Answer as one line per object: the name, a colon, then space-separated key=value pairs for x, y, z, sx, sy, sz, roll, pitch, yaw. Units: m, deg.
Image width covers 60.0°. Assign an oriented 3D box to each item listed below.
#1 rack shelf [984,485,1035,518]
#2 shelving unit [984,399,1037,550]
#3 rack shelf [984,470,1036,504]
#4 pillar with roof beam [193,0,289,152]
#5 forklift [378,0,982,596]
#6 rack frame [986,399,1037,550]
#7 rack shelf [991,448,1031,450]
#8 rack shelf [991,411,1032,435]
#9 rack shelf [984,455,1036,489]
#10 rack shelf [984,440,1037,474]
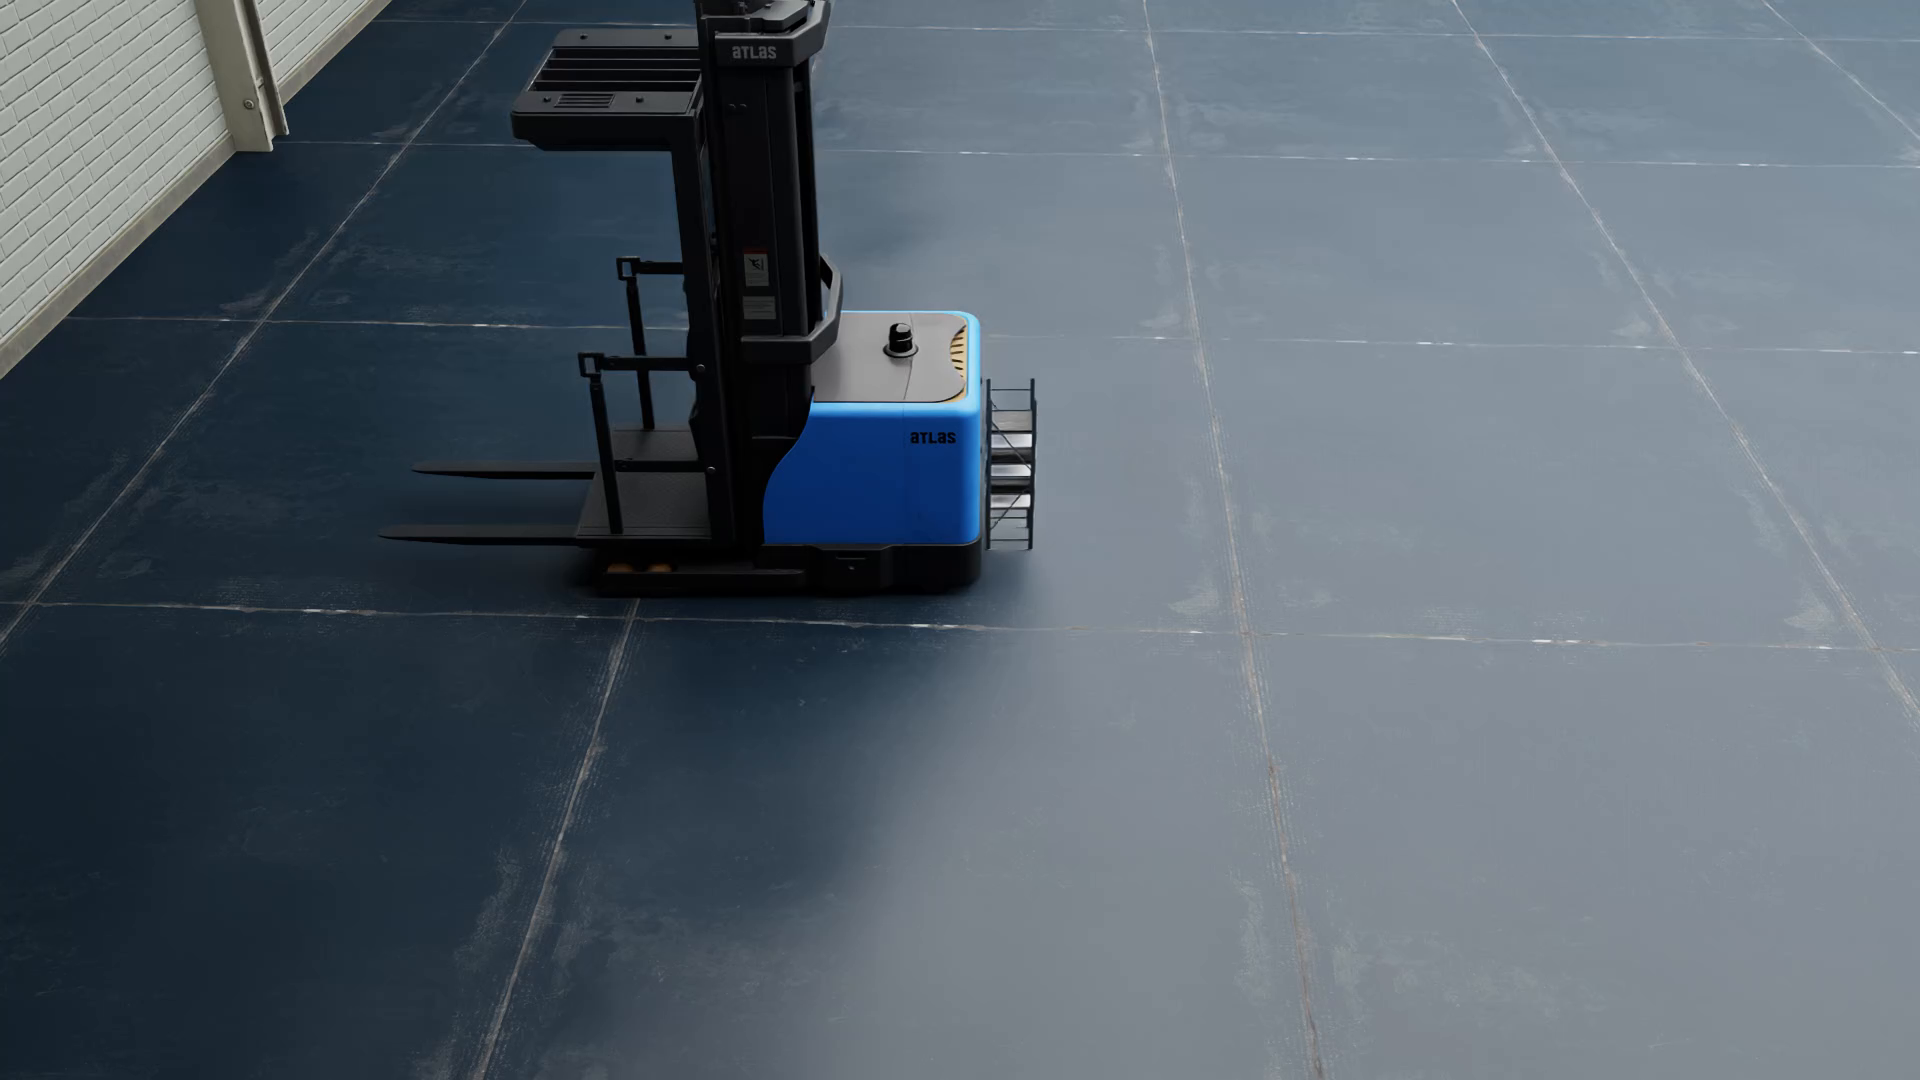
rack shelf: x=0.254 y=-0.201 z=8.570 sx=0.258 sy=0.077 sz=0.200 roll=0 pitch=35 yaw=-1
shelving unit: x=0.254 y=-0.374 z=8.445 sx=0.258 sy=0.900 sz=0.205 roll=0 pitch=35 yaw=-1
rack shelf: x=0.254 y=-0.274 z=8.518 sx=0.258 sy=0.077 sz=0.200 roll=0 pitch=35 yaw=-1
pillar with roof beam: x=-1.244 y=-6.743 z=10.464 sx=9.100 sy=9.000 sz=0.400 roll=1 pitch=35 yaw=2
forklift: x=-1.405 y=-1.199 z=7.908 sx=3.031 sy=2.867 sz=1.129 roll=0 pitch=35 yaw=0
rack frame: x=0.255 y=-0.317 z=8.364 sx=0.240 sy=0.900 sz=0.006 roll=0 pitch=35 yaw=-1
rack shelf: x=0.254 y=-0.507 z=8.354 sx=0.199 sy=0.015 sz=0.184 roll=0 pitch=35 yaw=-1
rack shelf: x=0.254 y=-0.586 z=8.299 sx=0.221 sy=0.026 sz=0.190 roll=0 pitch=35 yaw=-1
rack shelf: x=0.254 y=-0.348 z=8.466 sx=0.258 sy=0.077 sz=0.200 roll=0 pitch=35 yaw=-1
rack shelf: x=0.254 y=-0.422 z=8.414 sx=0.258 sy=0.077 sz=0.200 roll=0 pitch=35 yaw=-1
